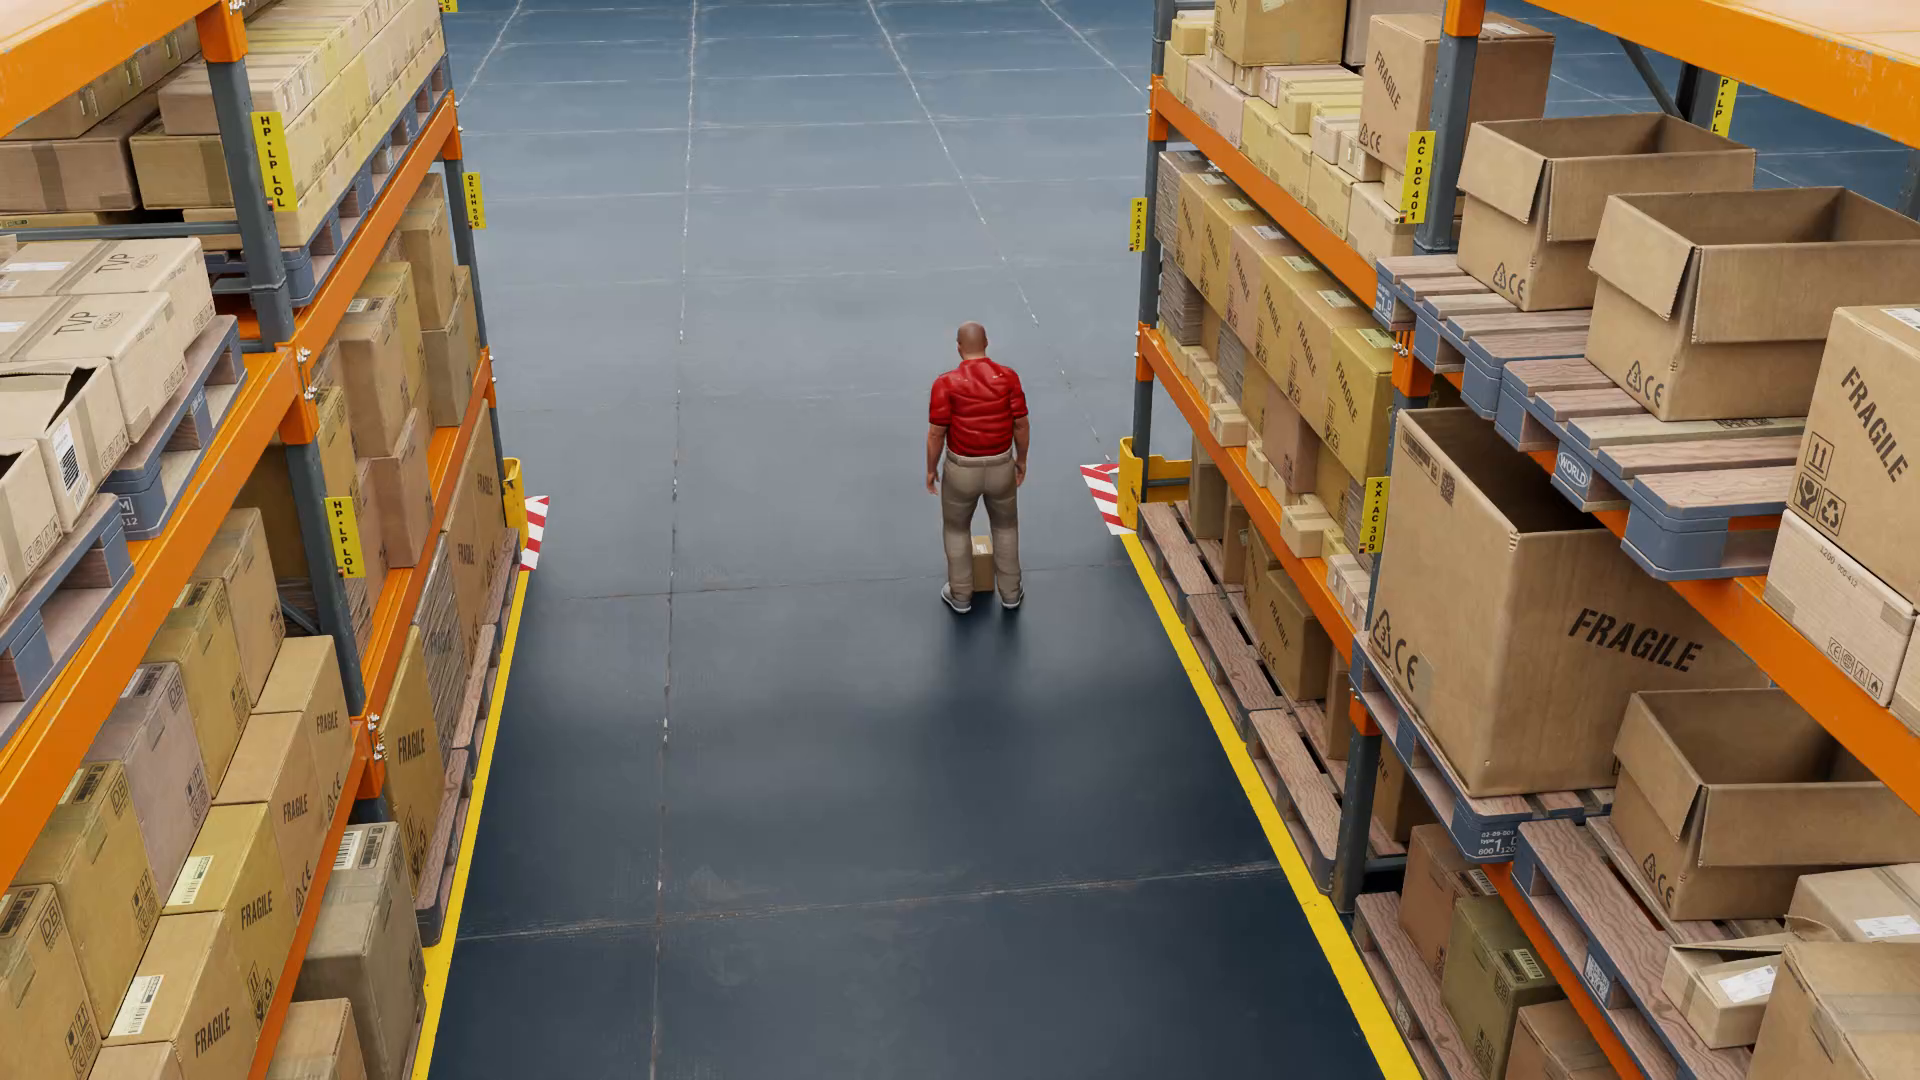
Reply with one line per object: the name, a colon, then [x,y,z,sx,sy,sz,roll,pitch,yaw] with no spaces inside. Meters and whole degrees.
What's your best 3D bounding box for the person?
person: [0.103,-0.401,9.420,0.606,1.727,0.389,-5,27,-10]
